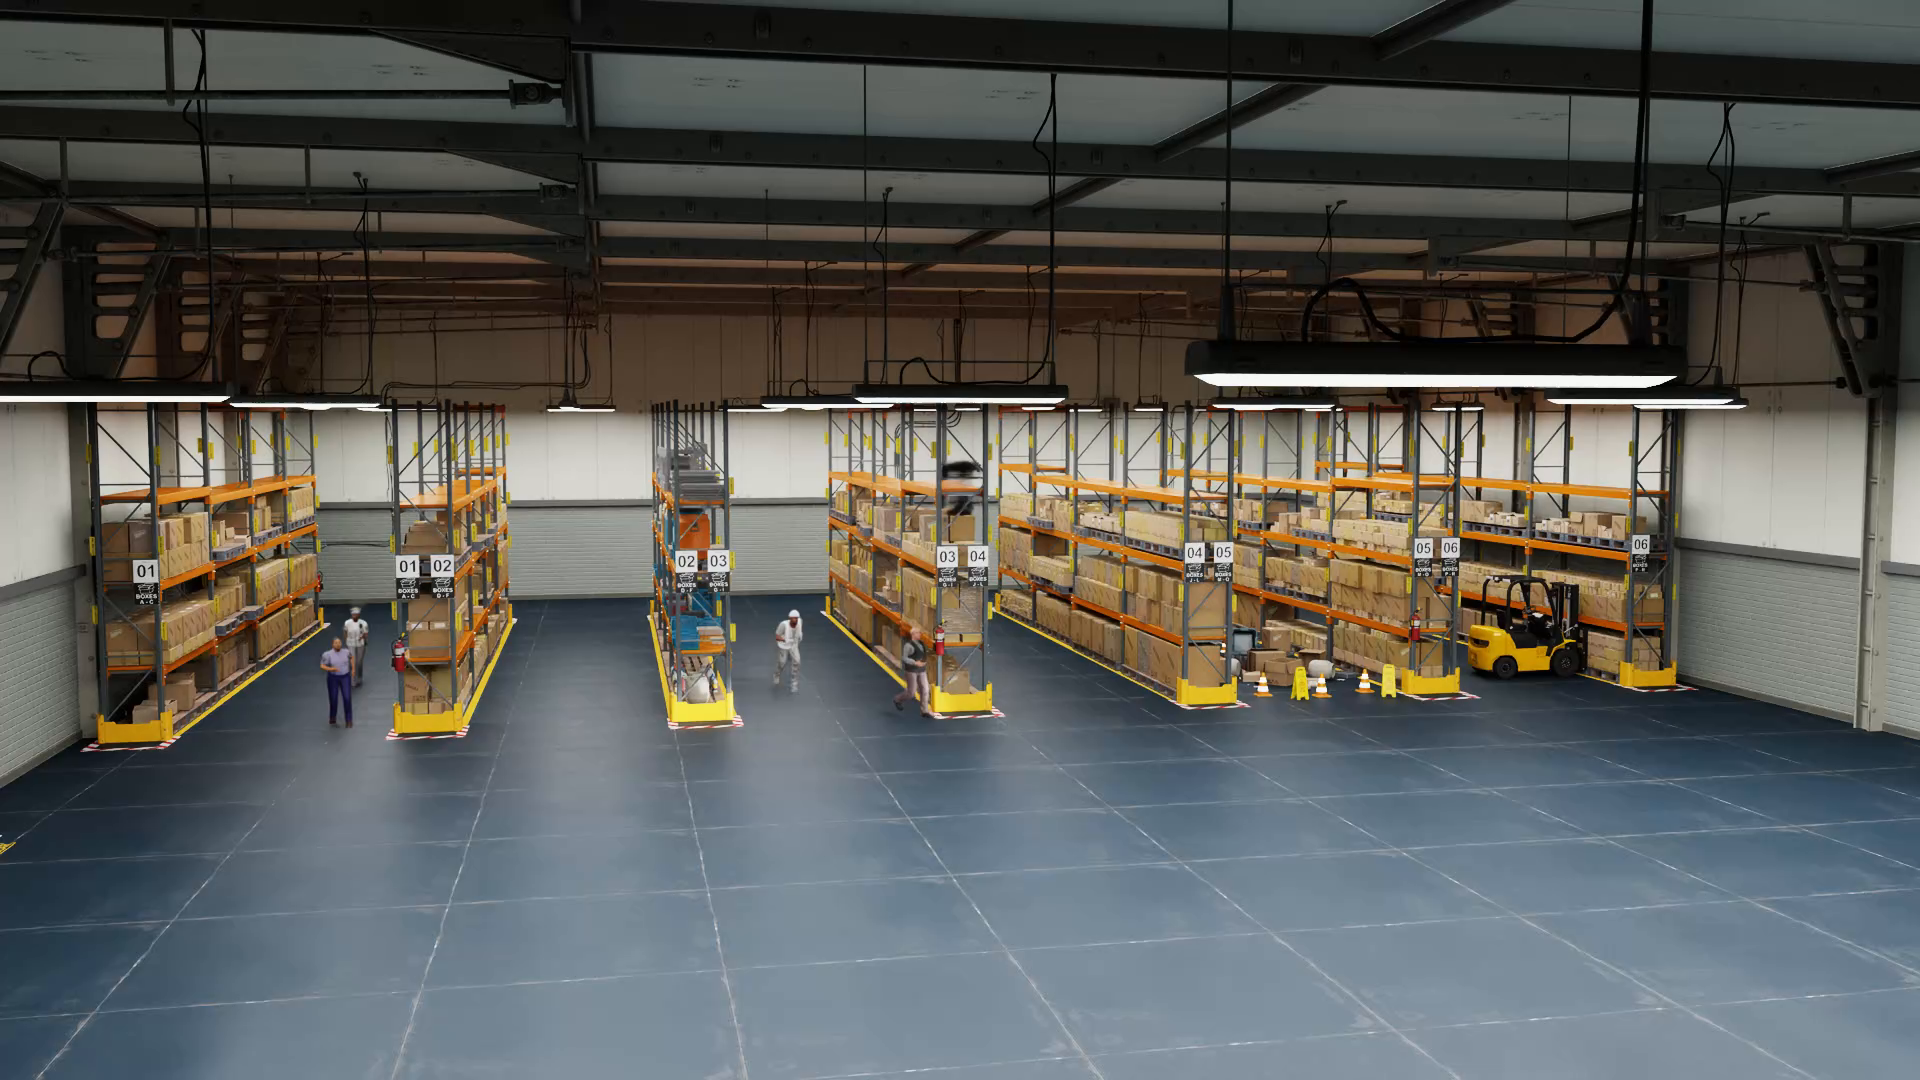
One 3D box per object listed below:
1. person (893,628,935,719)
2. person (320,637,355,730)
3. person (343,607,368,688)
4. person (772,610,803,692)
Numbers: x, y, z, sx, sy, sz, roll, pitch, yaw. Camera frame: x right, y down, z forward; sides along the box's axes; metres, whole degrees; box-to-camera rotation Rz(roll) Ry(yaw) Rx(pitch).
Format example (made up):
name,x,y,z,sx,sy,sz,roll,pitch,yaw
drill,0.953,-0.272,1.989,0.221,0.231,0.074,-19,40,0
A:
name,x,y,z,sx,sy,sz,roll,pitch,yaw
person,-0.869,2.502,31.363,0.948,1.715,0.668,4,6,41
person,-11.381,2.611,30.431,0.610,1.715,0.771,-2,5,-26
person,-12.741,2.259,35.087,0.494,1.703,0.801,-2,5,-20
person,-3.611,2.287,34.677,0.720,1.734,1.025,-3,5,-34
